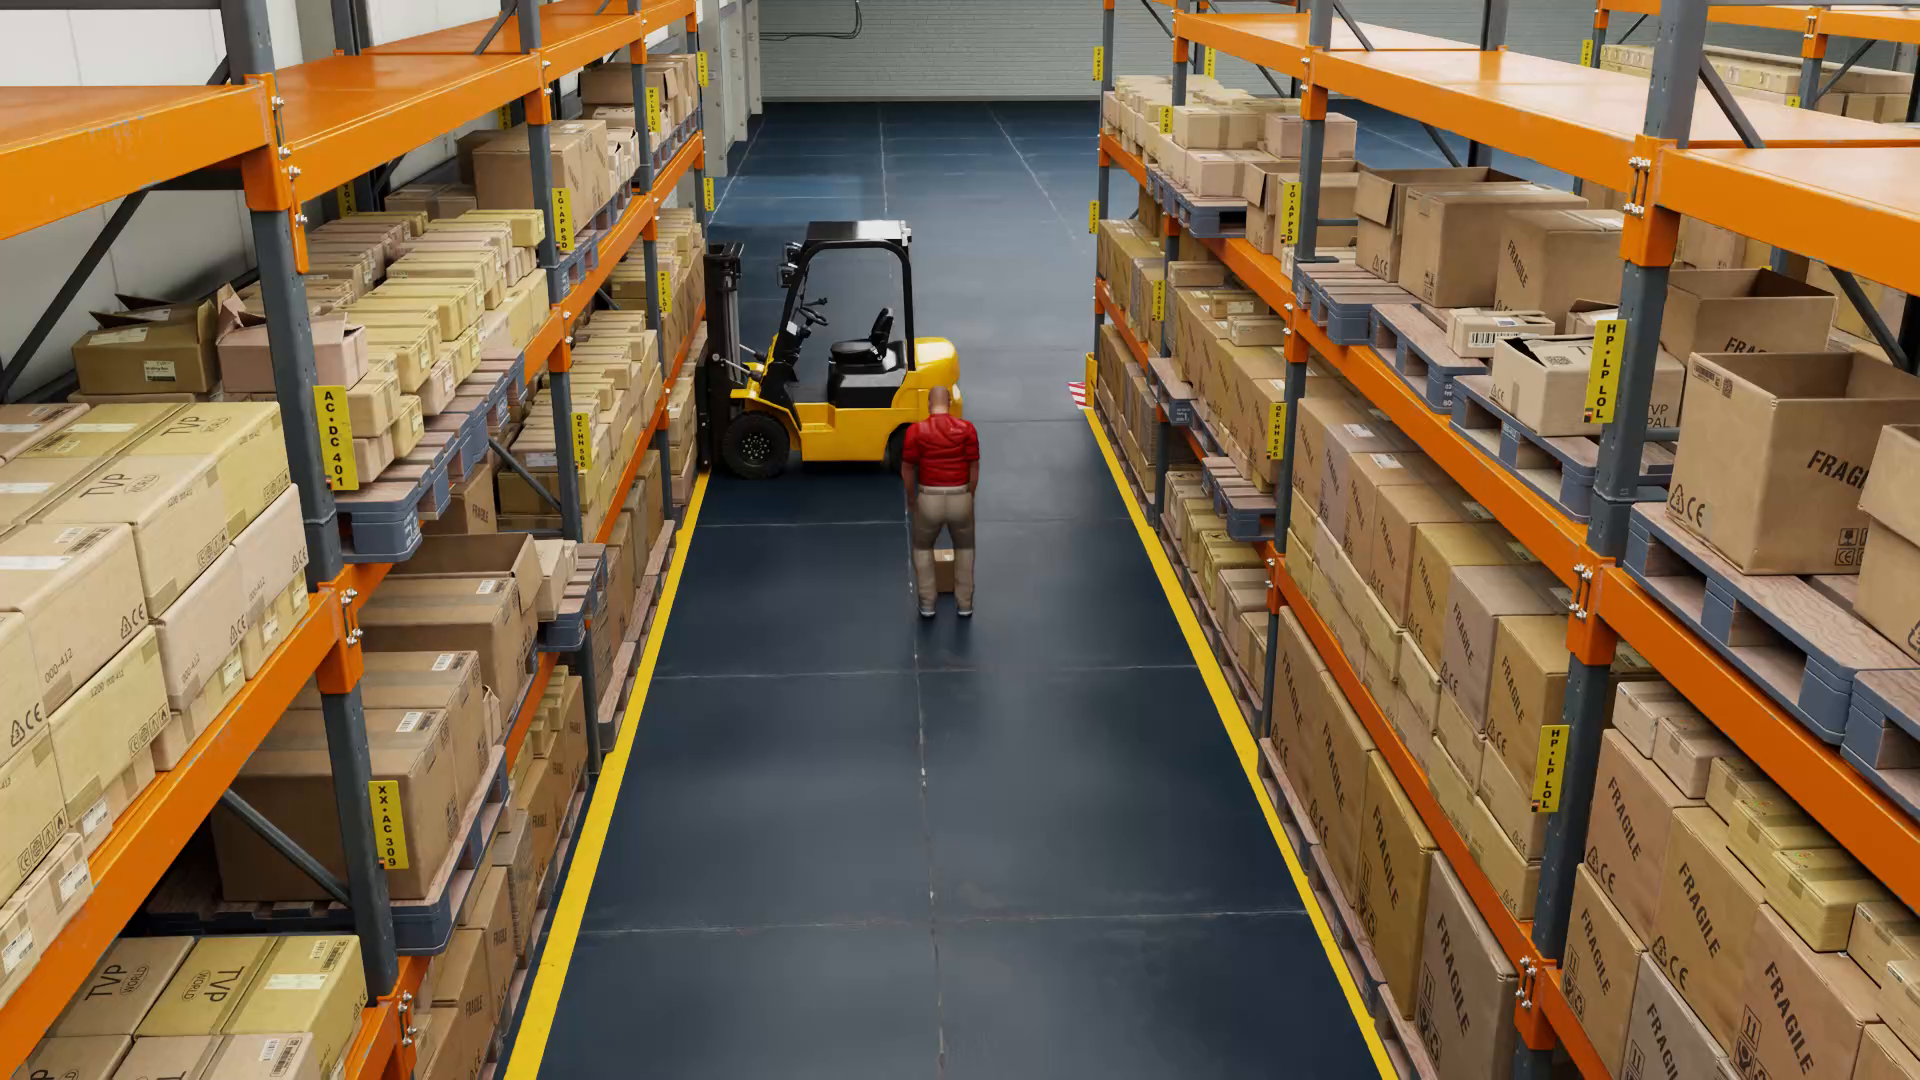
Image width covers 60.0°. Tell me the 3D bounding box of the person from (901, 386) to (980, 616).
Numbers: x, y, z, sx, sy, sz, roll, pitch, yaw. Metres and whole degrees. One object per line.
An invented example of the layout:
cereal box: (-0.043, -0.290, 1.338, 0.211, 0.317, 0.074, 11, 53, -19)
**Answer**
person: (-0.138, -0.261, 11.900, 0.557, 1.677, 0.425, -1, 20, -2)
